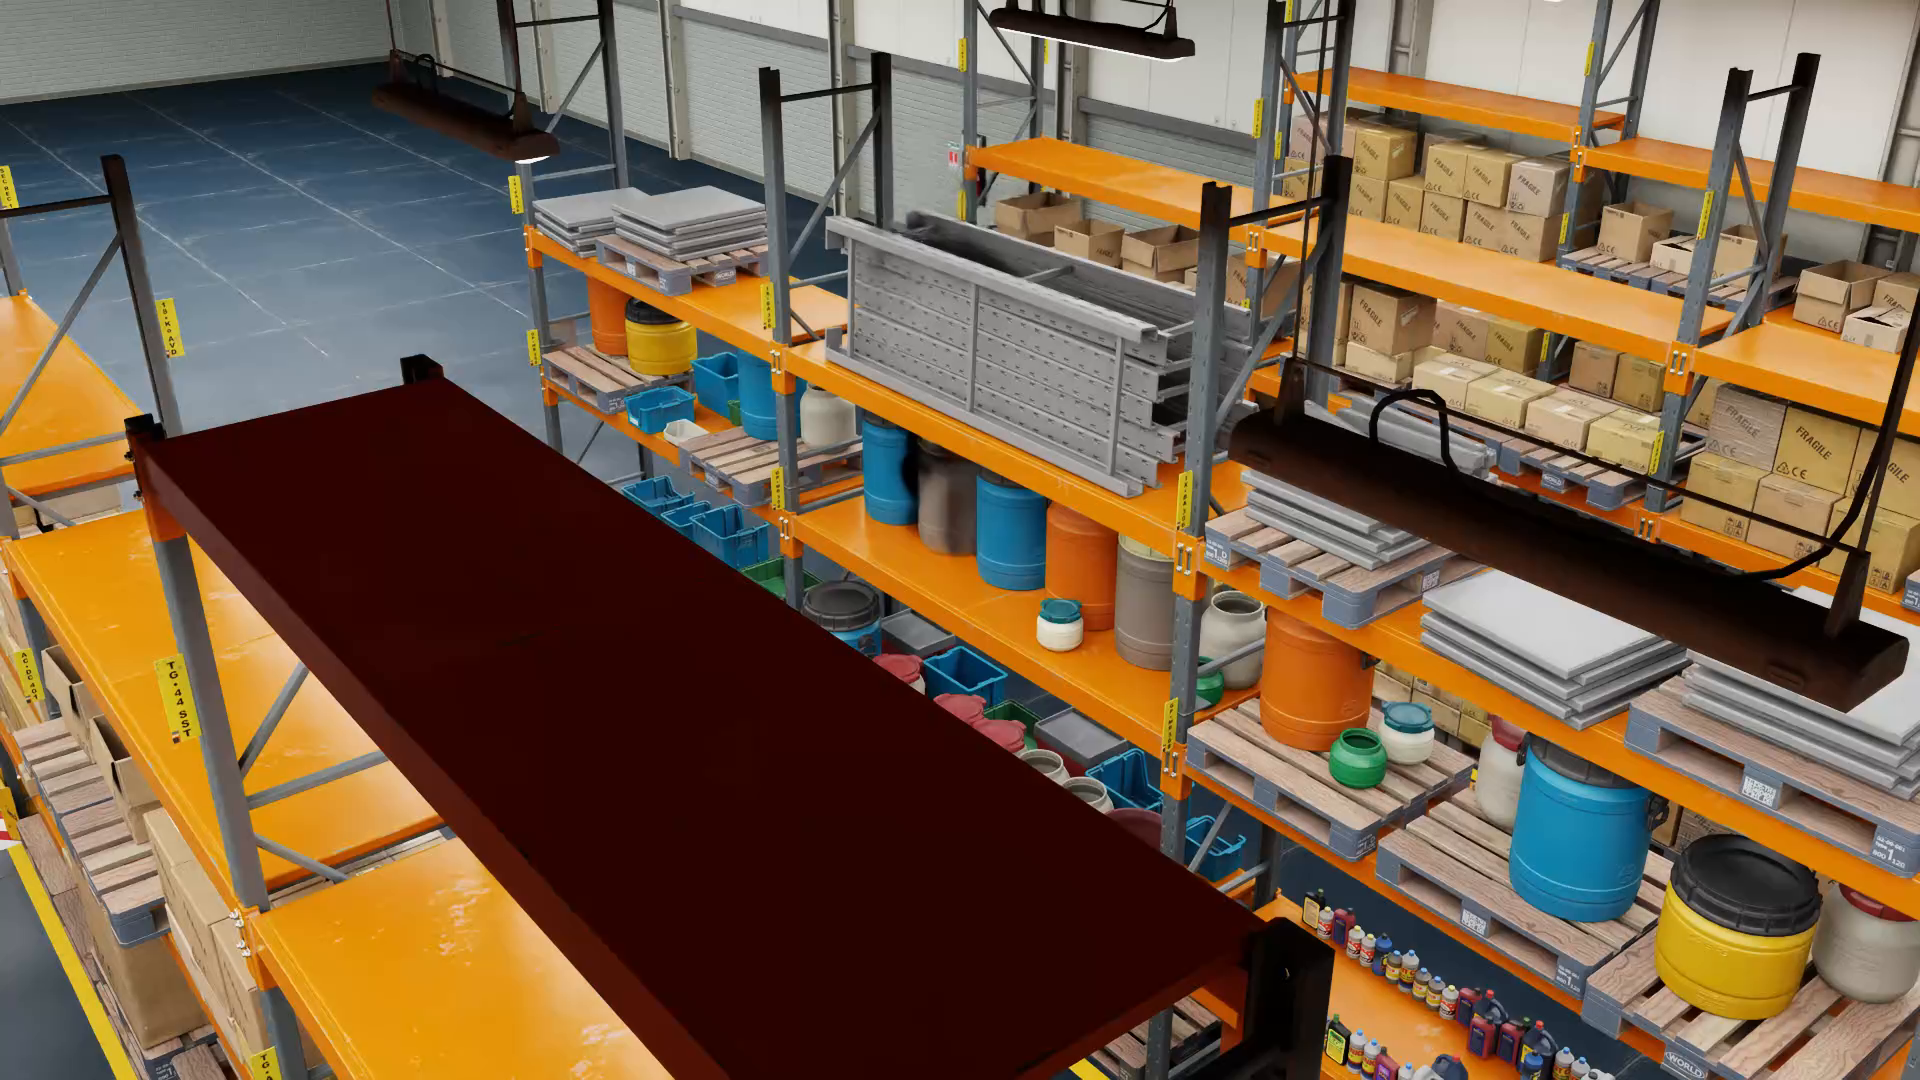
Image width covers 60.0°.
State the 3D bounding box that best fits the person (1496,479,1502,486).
[{"bbox_3d":[5.032,0.144,16.055,0.656,1.696,0.627,-21,33,-36],"label":"person"}]
